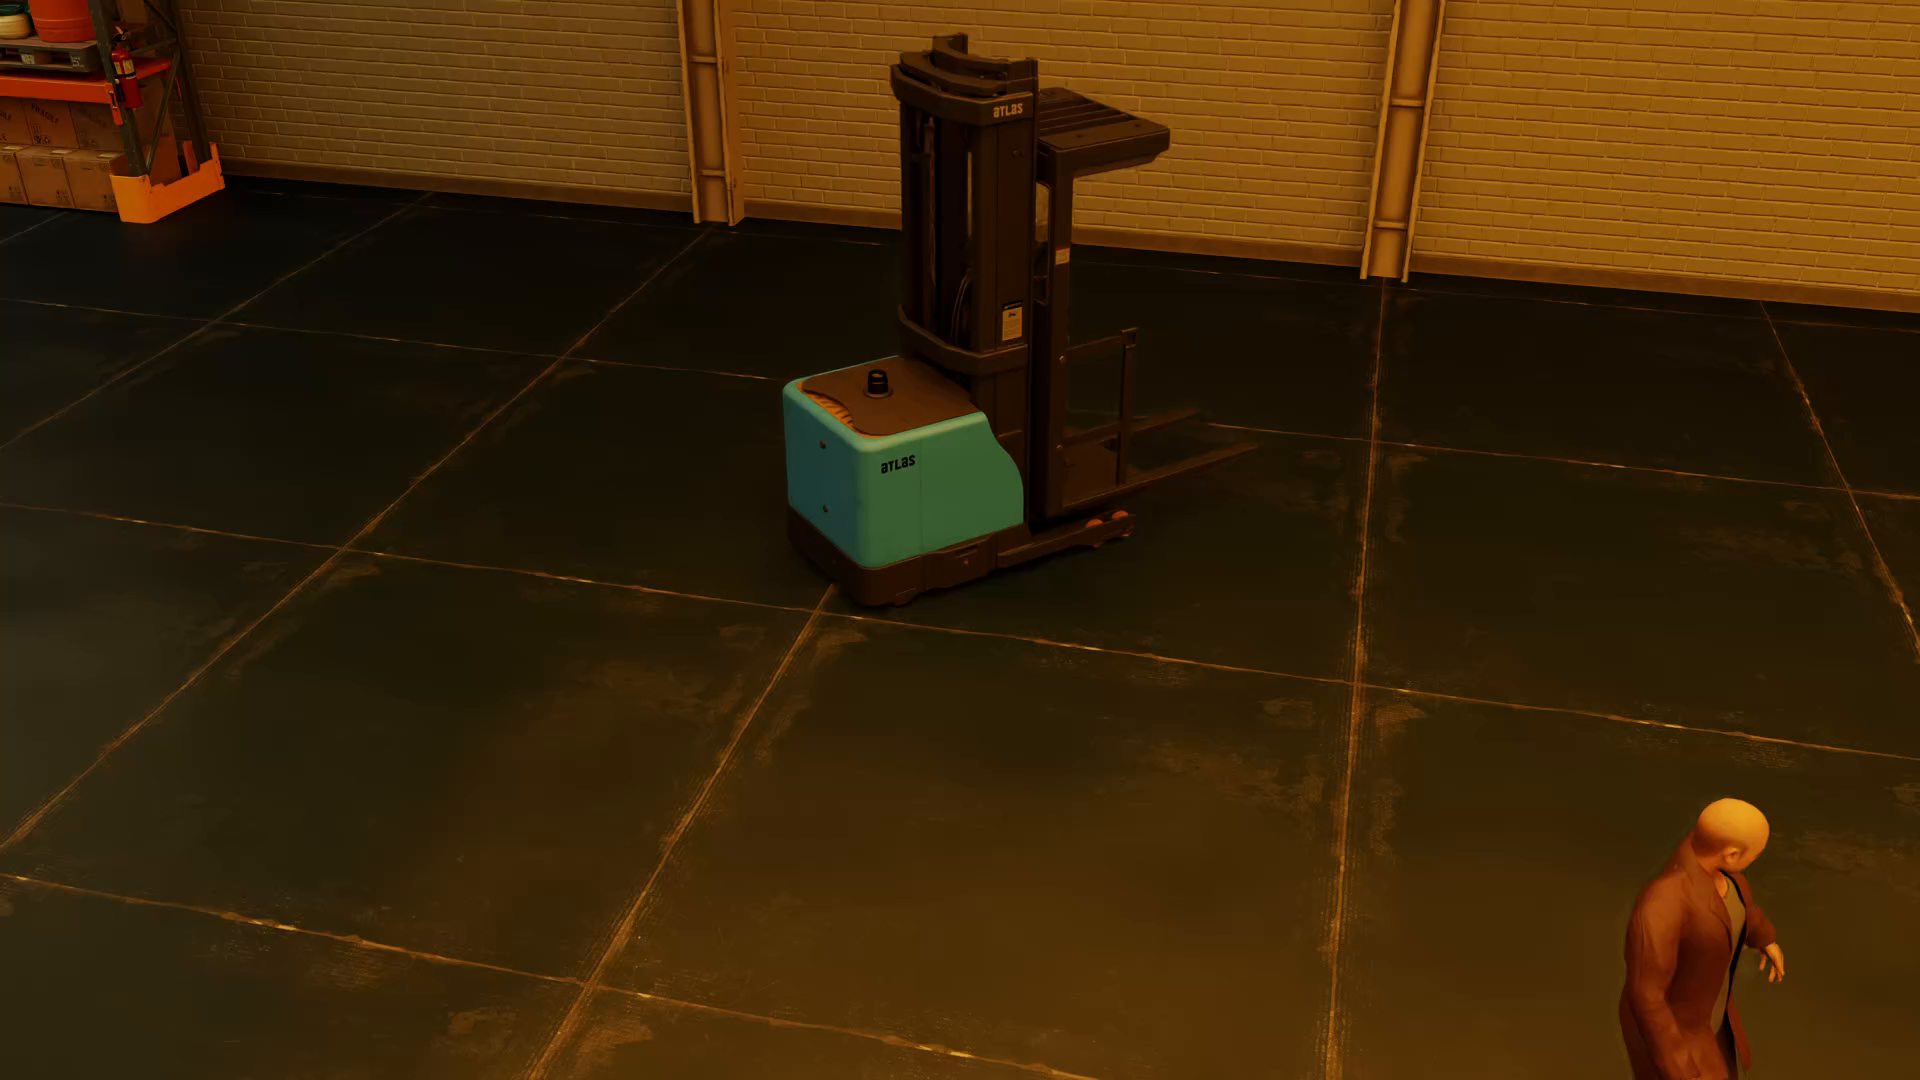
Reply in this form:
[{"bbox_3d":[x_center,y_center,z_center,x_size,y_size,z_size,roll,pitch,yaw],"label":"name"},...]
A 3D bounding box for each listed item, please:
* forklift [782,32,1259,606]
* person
[{"bbox_3d":[0.481,-1.437,9.706,3.031,2.935,1.130,-17,34,-28],"label":"forklift"},{"bbox_3d":[2.463,1.604,5.570,0.867,1.779,0.490,-25,38,-37],"label":"person"}]
